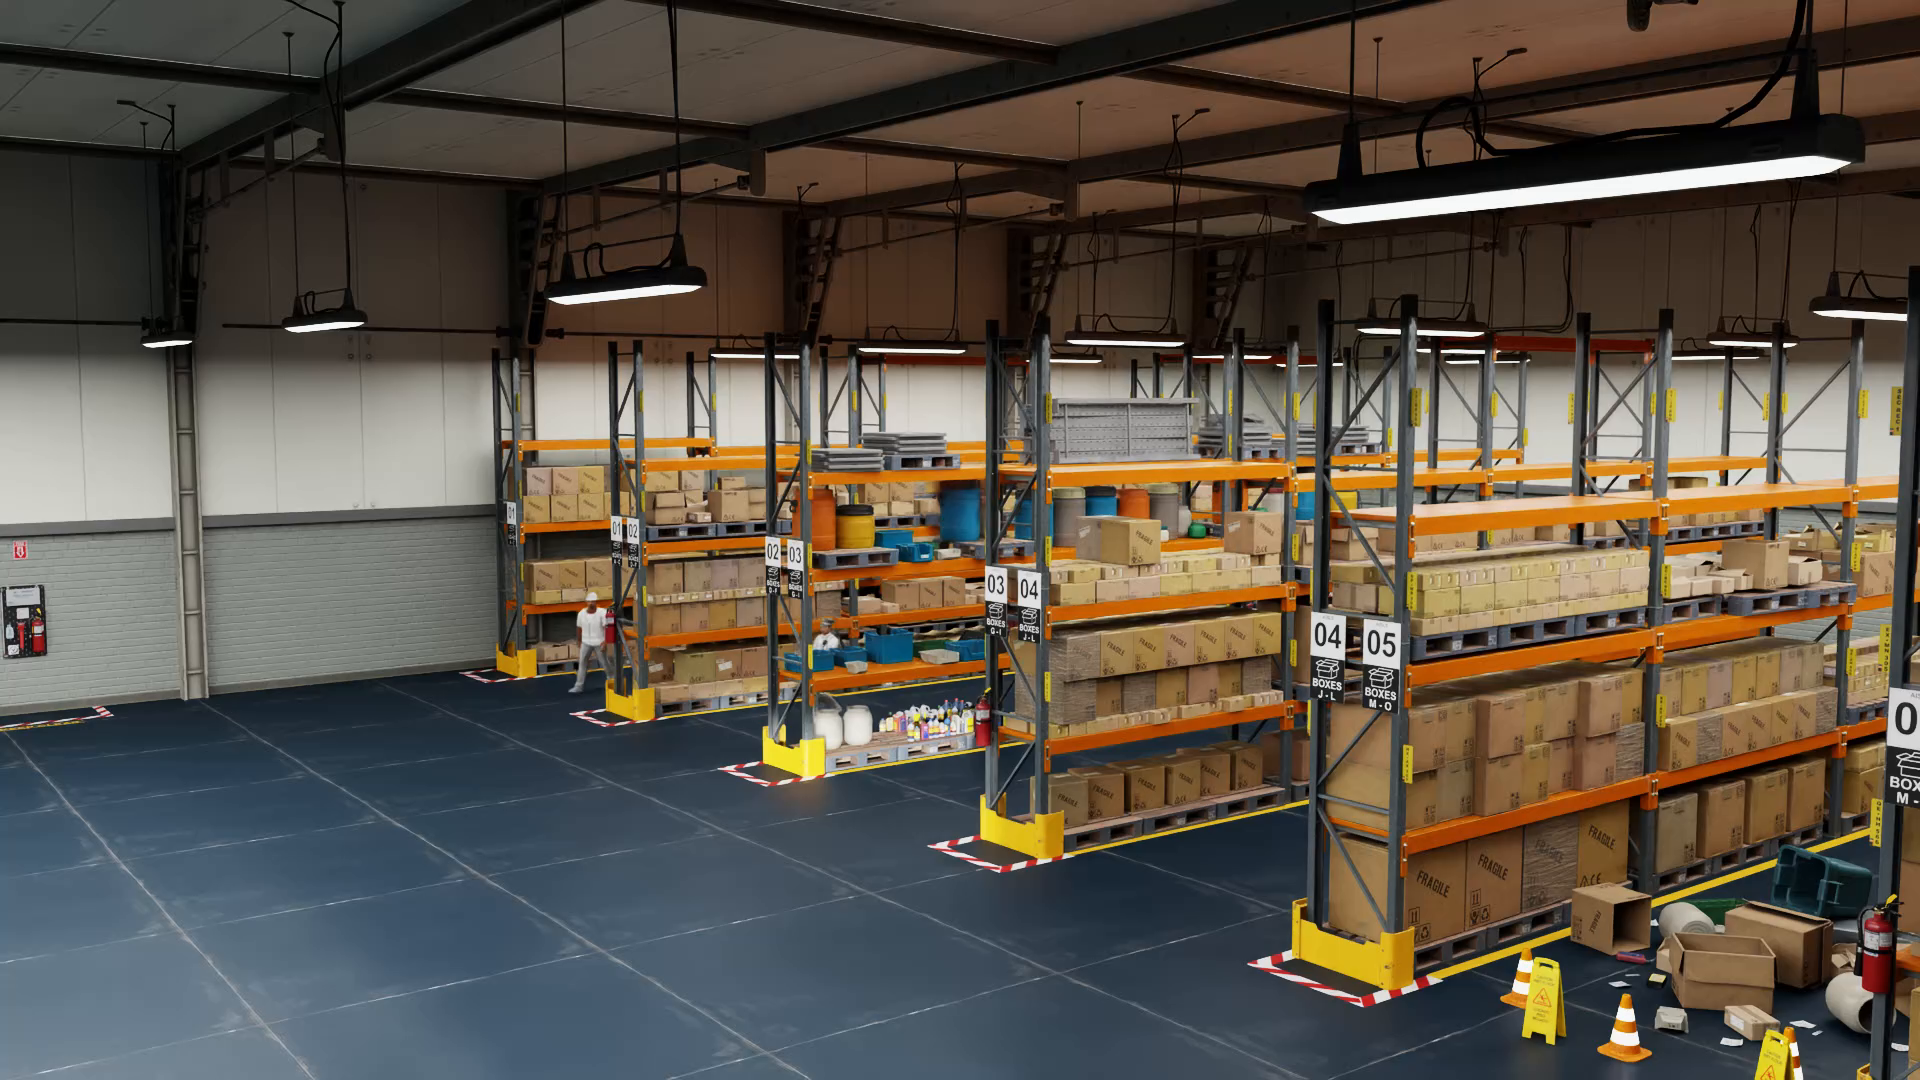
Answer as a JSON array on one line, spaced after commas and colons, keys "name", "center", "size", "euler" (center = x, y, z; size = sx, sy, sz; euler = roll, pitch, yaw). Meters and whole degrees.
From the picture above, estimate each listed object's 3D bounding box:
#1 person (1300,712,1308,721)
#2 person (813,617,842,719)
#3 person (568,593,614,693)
[{"name": "person", "center": [5.245, 2.164, 24.603], "size": [0.718, 1.686, 0.700], "euler": [-3, 6, -28]}, {"name": "person", "center": [-2.042, 1.927, 25.184], "size": [0.738, 1.552, 0.569], "euler": [-5, 7, -44]}, {"name": "person", "center": [-6.364, 1.762, 28.805], "size": [0.657, 1.703, 1.116], "euler": [2, 5, 19]}]
